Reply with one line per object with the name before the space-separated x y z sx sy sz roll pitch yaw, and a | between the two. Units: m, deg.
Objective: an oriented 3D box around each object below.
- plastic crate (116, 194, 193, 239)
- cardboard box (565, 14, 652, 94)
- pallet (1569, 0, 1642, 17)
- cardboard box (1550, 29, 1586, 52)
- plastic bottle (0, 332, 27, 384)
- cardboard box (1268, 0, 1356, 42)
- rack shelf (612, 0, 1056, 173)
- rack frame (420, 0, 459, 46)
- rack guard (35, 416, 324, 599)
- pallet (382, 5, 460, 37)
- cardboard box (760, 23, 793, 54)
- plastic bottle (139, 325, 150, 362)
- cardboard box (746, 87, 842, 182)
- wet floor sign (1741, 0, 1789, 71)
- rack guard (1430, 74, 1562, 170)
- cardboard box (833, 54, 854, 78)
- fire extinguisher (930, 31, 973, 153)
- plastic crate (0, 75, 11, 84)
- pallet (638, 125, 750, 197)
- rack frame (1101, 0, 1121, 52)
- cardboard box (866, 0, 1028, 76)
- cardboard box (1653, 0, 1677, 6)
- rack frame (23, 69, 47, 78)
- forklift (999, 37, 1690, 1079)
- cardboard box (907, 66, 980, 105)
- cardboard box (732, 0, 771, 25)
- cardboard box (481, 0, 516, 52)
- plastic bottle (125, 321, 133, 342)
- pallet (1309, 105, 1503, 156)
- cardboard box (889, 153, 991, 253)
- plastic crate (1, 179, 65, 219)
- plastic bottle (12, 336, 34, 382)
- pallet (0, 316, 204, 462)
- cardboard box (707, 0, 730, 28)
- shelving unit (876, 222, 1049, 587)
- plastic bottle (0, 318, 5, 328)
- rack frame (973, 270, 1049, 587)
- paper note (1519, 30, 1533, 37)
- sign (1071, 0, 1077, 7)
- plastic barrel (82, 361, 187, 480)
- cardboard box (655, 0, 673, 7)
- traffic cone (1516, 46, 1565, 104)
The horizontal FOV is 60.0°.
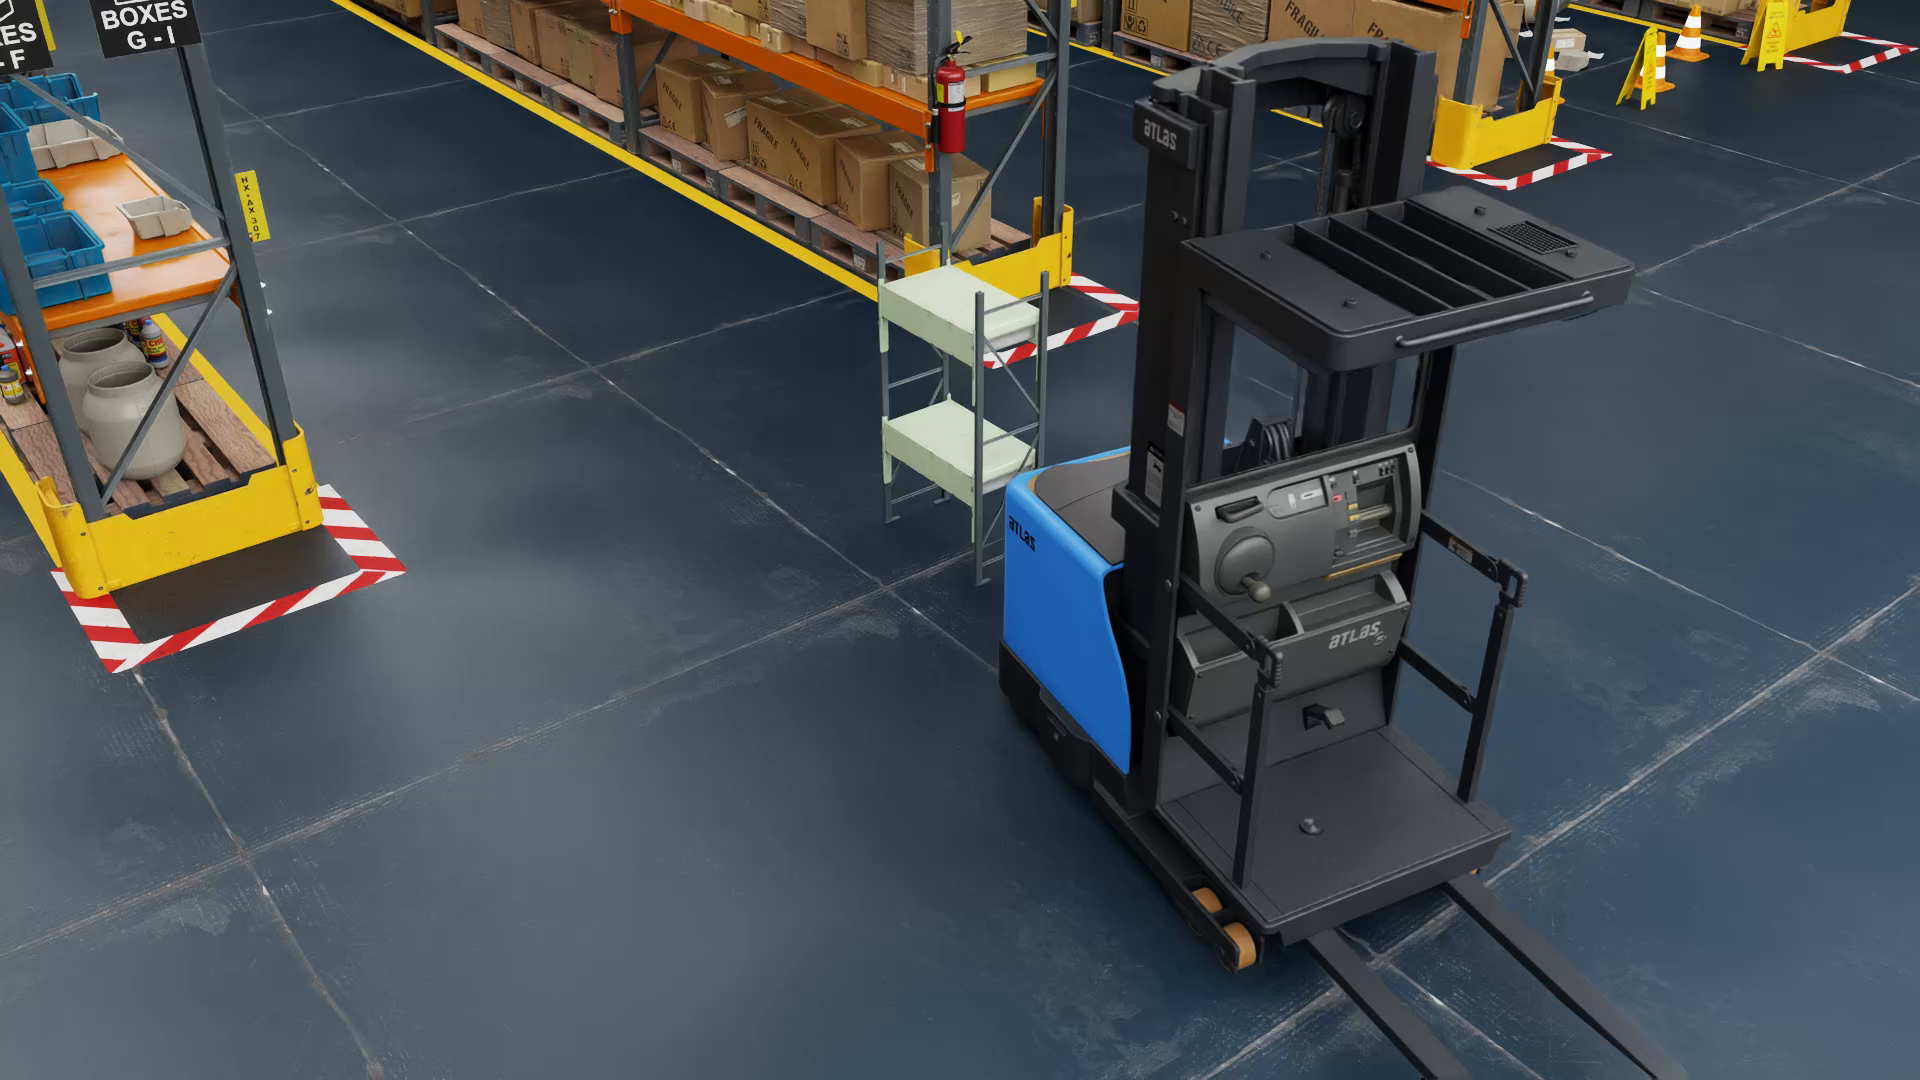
plastic crate | -3.968 -1.592 8.220 0.298 0.136 0.250 -22 38 -31
cardboard box | -2.851 -4.089 13.943 0.700 0.500 0.500 -23 38 -32
pallet | 6.806 -5.741 17.293 1.003 0.211 1.213 -22 38 -31
cardboard box | 5.668 -4.717 15.704 0.380 0.149 0.250 -4 32 -7
plastic bottle | -5.279 -0.994 9.172 0.152 0.276 0.135 -22 38 -31
cardboard box | 3.210 -4.295 13.938 0.875 0.875 0.875 -23 39 -32
rack shelf | -0.987 -3.357 11.494 1.077 0.370 4.000 -22 38 -31
rack frame | -4.667 -6.164 15.331 1.000 3.000 0.127 -22 38 -31
rack guard | -3.757 -0.182 8.068 1.175 0.500 0.348 -22 38 -31
pallet | -5.091 -5.332 16.635 1.003 0.211 1.213 -22 38 -31
cardboard box | -1.102 -3.366 11.064 0.380 0.149 0.250 -22 38 -31
plastic bottle | -4.603 -1.125 9.453 0.097 0.201 0.097 0 32 0
cardboard box | -1.200 -2.964 12.150 0.500 0.500 0.500 -26 40 -35
wet floor sign | 7.338 -4.610 15.061 0.267 0.644 0.232 -10 33 -15
rack guard | 4.234 -3.320 13.122 1.175 0.500 0.348 -22 38 -31
cardboard box | -0.587 -3.076 10.597 0.380 0.149 0.250 -22 38 -31
fire extinguisher | -0.055 -2.600 9.666 0.296 0.674 0.183 -22 38 -31
plastic crate | -5.906 -2.608 9.665 0.767 0.338 0.504 -22 38 -31
pallet | -1.774 -3.043 12.950 1.003 0.211 1.213 -22 38 -31
rack frame | 1.766 -6.059 15.163 1.000 3.000 0.127 -22 38 -31
cardboard box | -0.077 -3.236 10.241 0.875 0.500 0.500 -22 38 -31
cardboard box | 7.048 -5.514 16.494 0.500 0.250 0.500 -22 38 -31
rack frame | -6.126 -2.894 10.067 1.000 3.000 0.127 -22 38 -31
forklift | 1.280 -0.007 5.484 1.130 2.935 3.031 -15 35 -23
cardboard box | -0.099 -2.775 10.113 0.380 0.149 0.250 -22 38 -31
cardboard box | -1.048 -3.840 11.214 0.875 0.500 0.500 -22 38 -31
cardboard box | -3.890 -4.789 15.069 0.700 0.500 0.500 -26 40 -35
plastic bottle | -4.811 -1.296 9.662 0.097 0.271 0.097 0 32 0
pallet | 3.667 -3.515 13.710 1.003 0.211 1.213 -22 38 -31
cardboard box | -0.131 -2.212 10.939 0.500 0.500 0.500 -15 35 -23
plastic crate | -4.610 -1.548 8.040 0.499 0.251 0.408 -22 38 -31
plastic bottle | -5.195 -1.032 9.226 0.061 0.283 0.133 -22 38 -31
pallet | -4.995 -0.907 9.511 1.003 0.211 1.213 -22 38 -31
cardboard box | -1.534 -3.690 11.586 0.380 0.149 0.250 -22 38 -31
shelving unit | 0.004 -0.634 7.850 0.431 1.500 0.755 -22 38 -31
plastic bottle | -5.481 -1.256 9.593 0.152 0.276 0.135 -22 38 -31
rack frame | 0.229 -0.482 7.604 0.400 1.500 0.023 -22 38 -31
paper note | 5.513 -4.922 16.157 0.148 0.019 0.142 -10 33 -15
sign | 0.668 -3.373 10.017 0.100 0.325 0.005 -22 38 -31
plastic barrel | -4.137 -0.598 8.330 0.421 0.512 0.421 0 32 0
cardboard box | -2.001 -3.999 12.084 0.380 0.149 0.250 -22 38 -31
traffic cone | 5.015 -3.995 14.244 0.336 0.463 0.334 -22 38 -31
